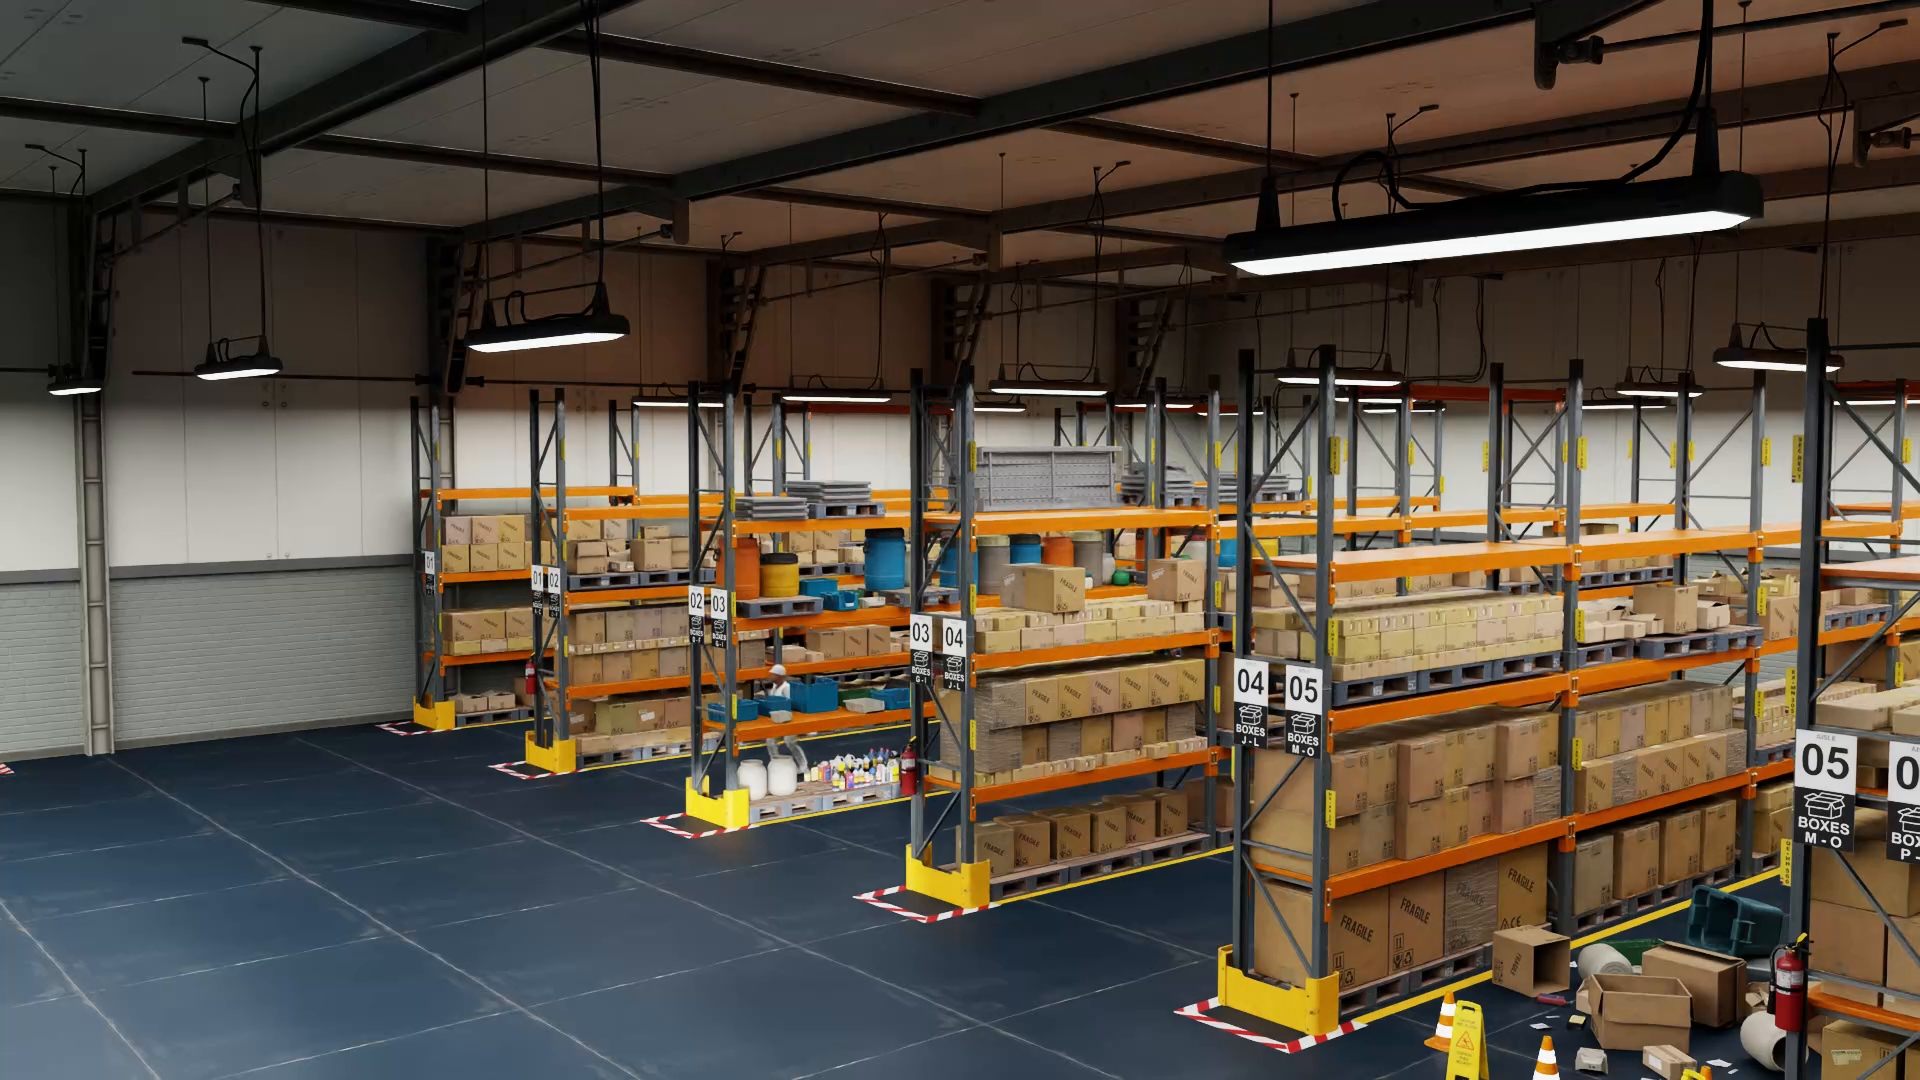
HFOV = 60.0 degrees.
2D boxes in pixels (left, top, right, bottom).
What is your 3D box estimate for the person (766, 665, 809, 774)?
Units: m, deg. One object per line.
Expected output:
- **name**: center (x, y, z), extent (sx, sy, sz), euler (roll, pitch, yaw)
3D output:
- **person**: center (-2.740, 2.832, 25.675), extent (0.824, 1.832, 0.657), euler (-2, 4, -32)
